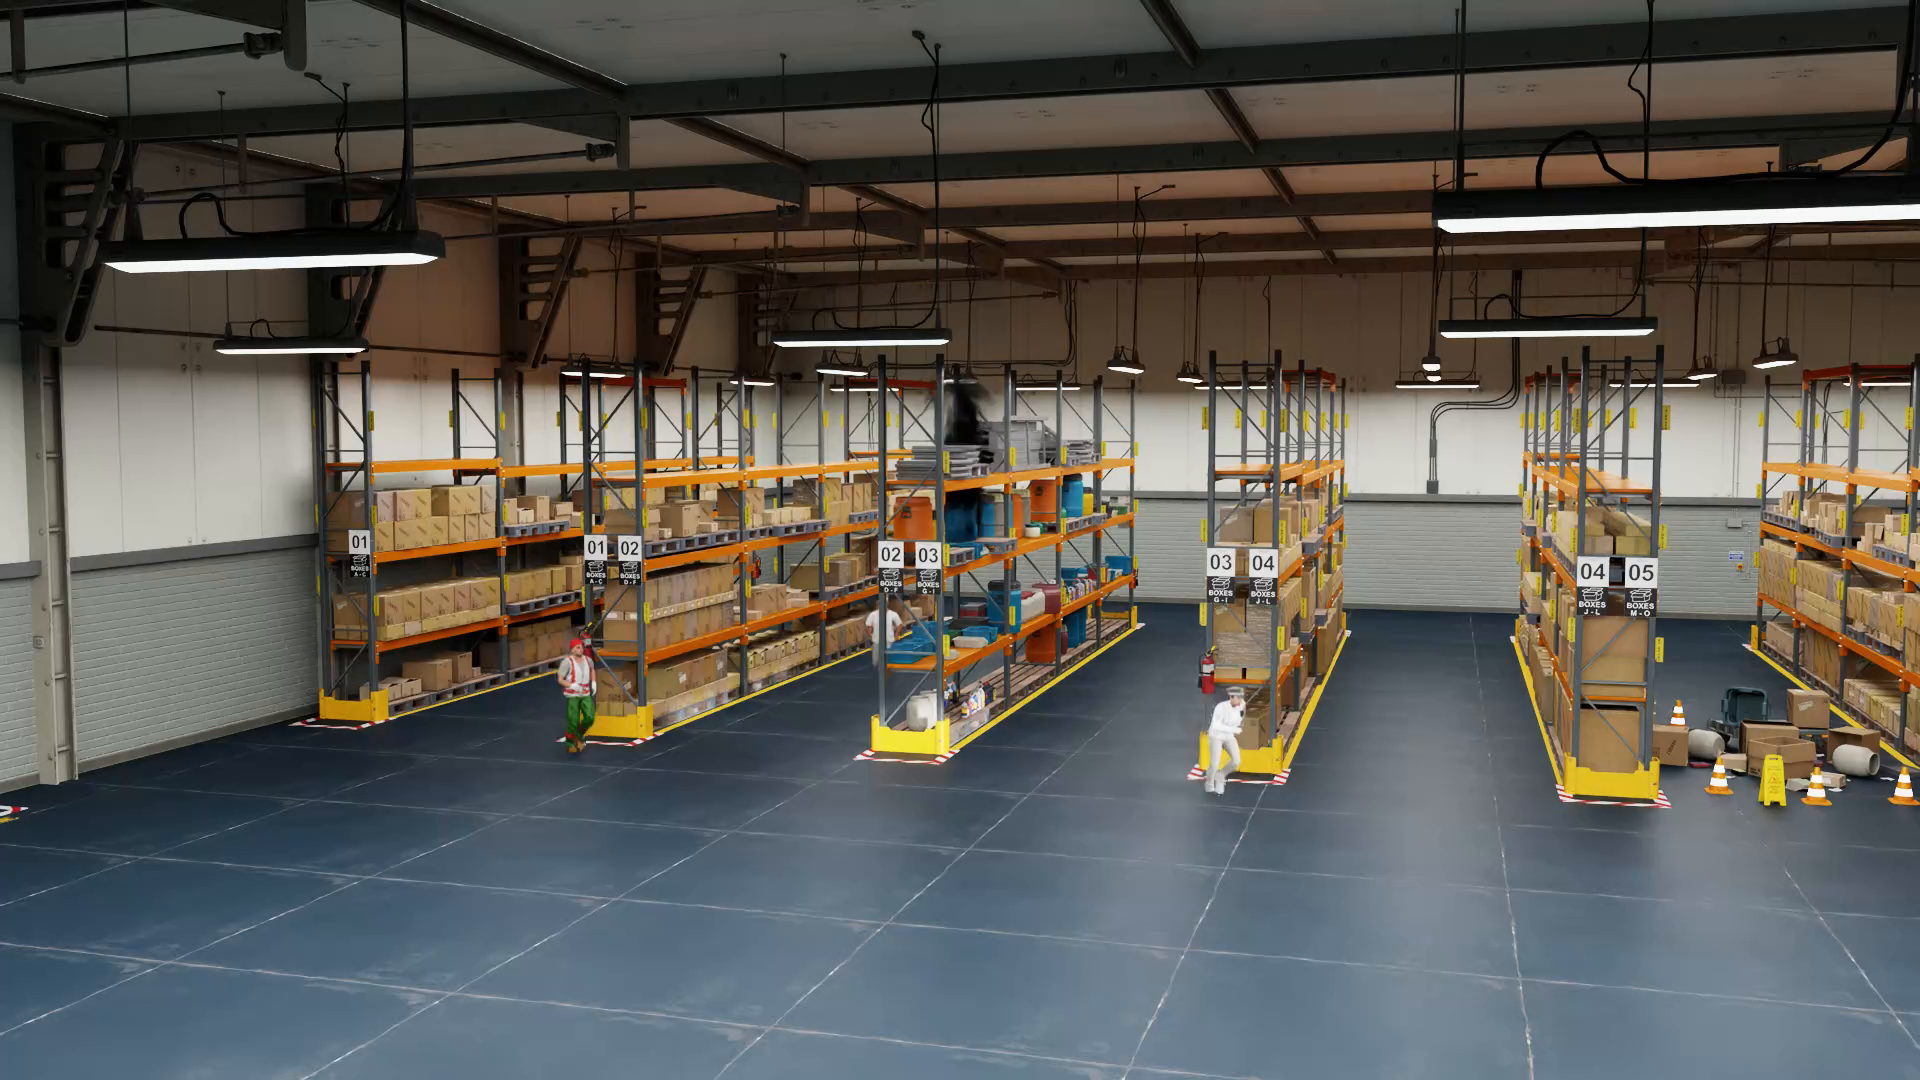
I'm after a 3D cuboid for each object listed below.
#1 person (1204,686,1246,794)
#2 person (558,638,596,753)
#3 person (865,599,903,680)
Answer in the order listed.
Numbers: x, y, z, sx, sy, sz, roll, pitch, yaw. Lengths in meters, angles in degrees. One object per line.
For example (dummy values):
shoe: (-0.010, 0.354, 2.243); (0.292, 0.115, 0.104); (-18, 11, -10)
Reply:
person: (3.562, 2.654, 22.101); (0.640, 1.499, 0.861); (-2, 5, -26)
person: (-5.685, 2.341, 24.945); (0.696, 1.746, 0.626); (-3, 5, -40)
person: (-1.435, 1.912, 31.201); (0.714, 1.733, 0.791); (1, 4, 8)
